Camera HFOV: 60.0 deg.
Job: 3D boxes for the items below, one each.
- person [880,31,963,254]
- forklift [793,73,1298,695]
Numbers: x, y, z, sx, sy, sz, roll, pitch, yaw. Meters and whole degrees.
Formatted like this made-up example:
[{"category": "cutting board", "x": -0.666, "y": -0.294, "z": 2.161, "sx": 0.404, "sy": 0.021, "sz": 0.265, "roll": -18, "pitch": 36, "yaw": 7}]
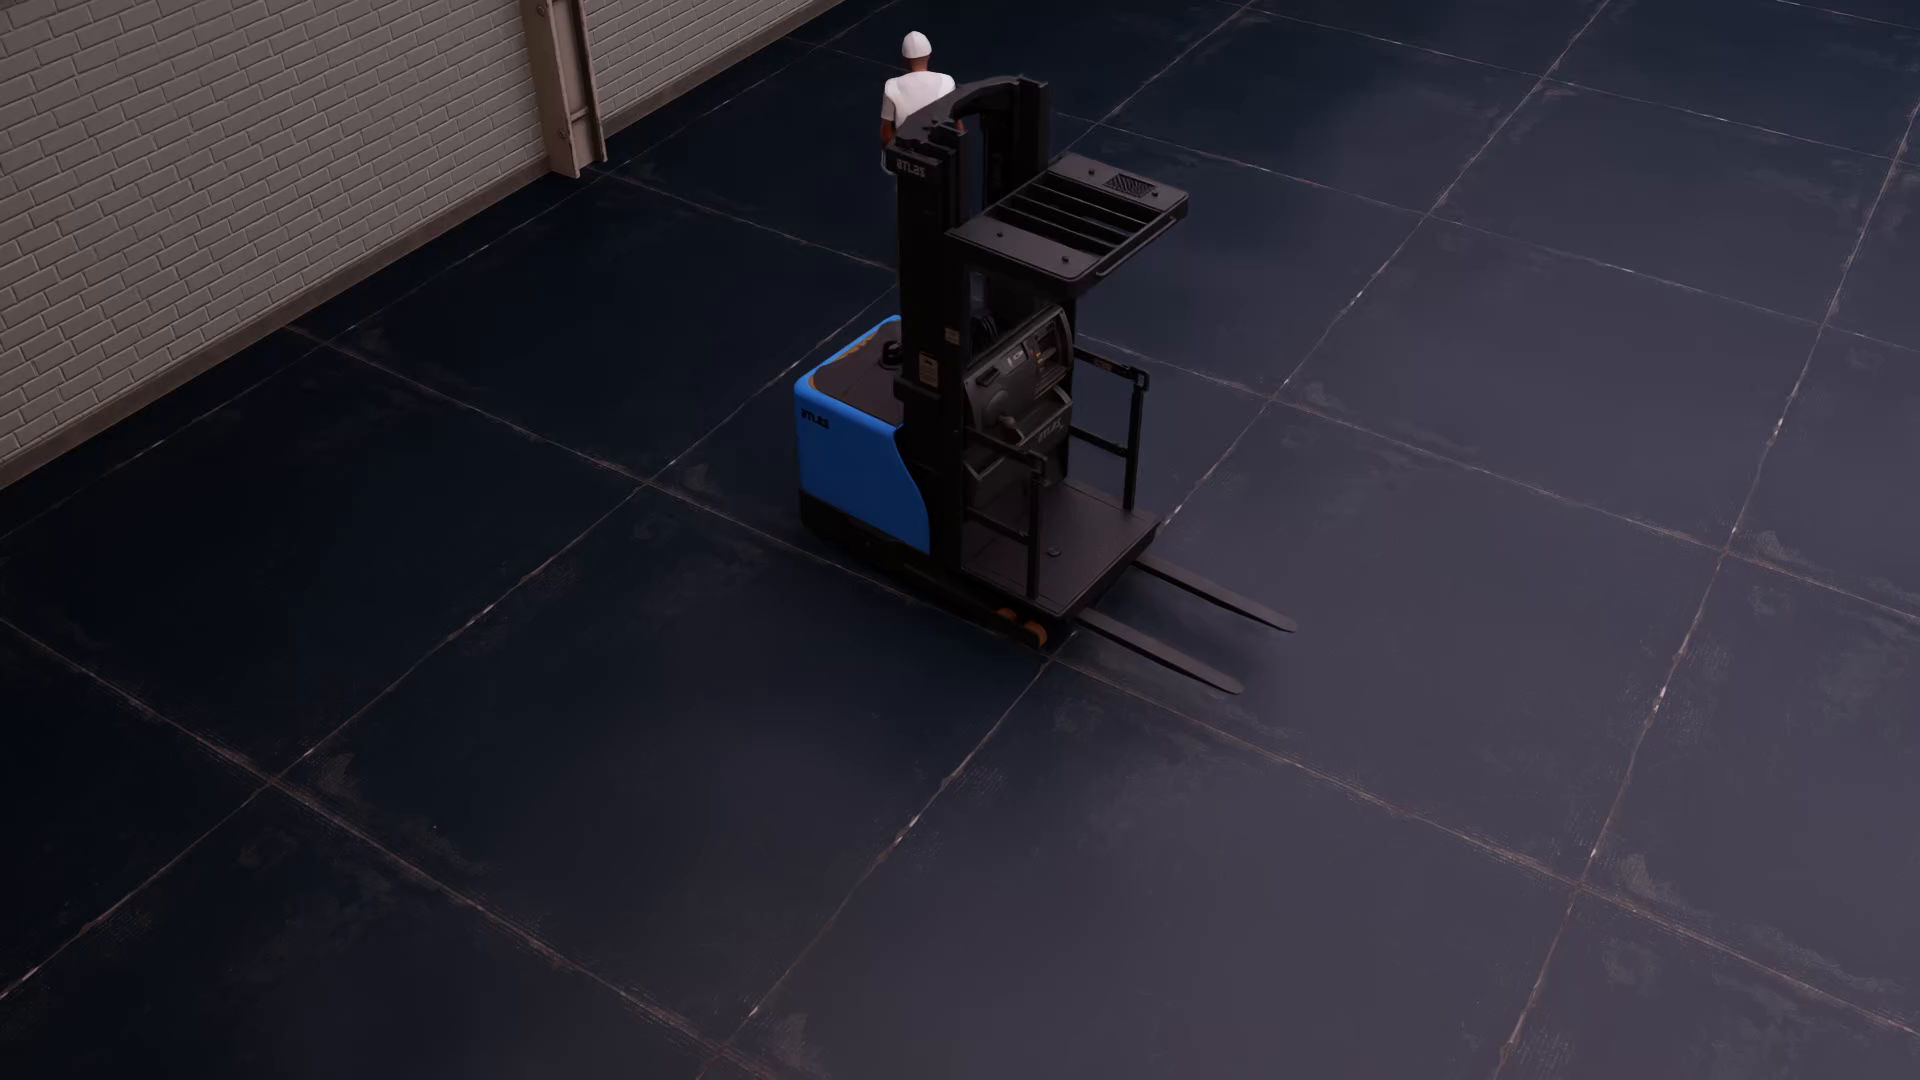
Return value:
[{"category": "person", "x": -0.280, "y": -2.853, "z": 12.233, "sx": 0.616, "sy": 1.772, "sz": 0.453, "roll": -4, "pitch": 40, "yaw": -4}, {"category": "forklift", "x": 0.491, "y": -0.883, "z": 9.008, "sx": 3.031, "sy": 2.935, "sz": 1.130, "roll": 26, "pitch": 47, "yaw": 27}]
